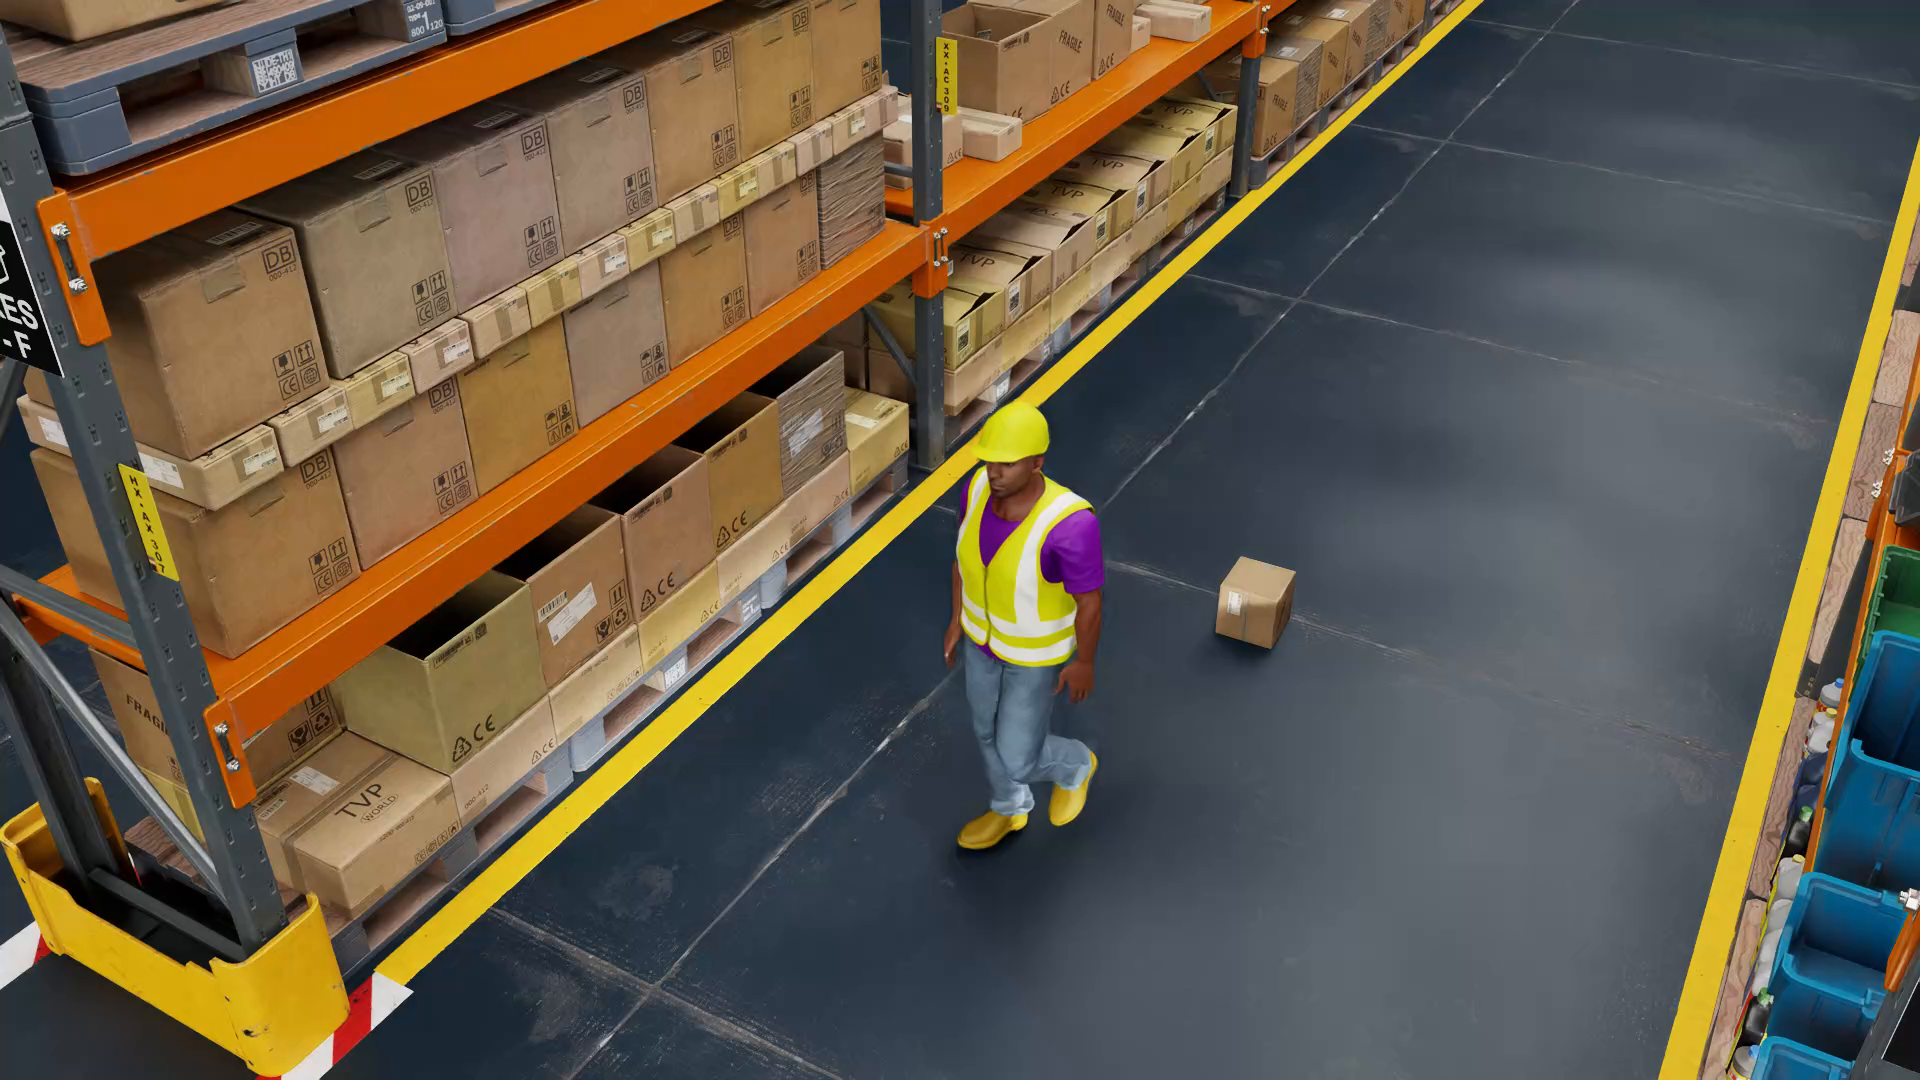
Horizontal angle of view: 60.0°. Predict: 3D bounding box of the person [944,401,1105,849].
[{"bbox_3d":[0.229,0.314,5.608,0.581,1.758,0.523,29,44,36],"label":"person"}]
